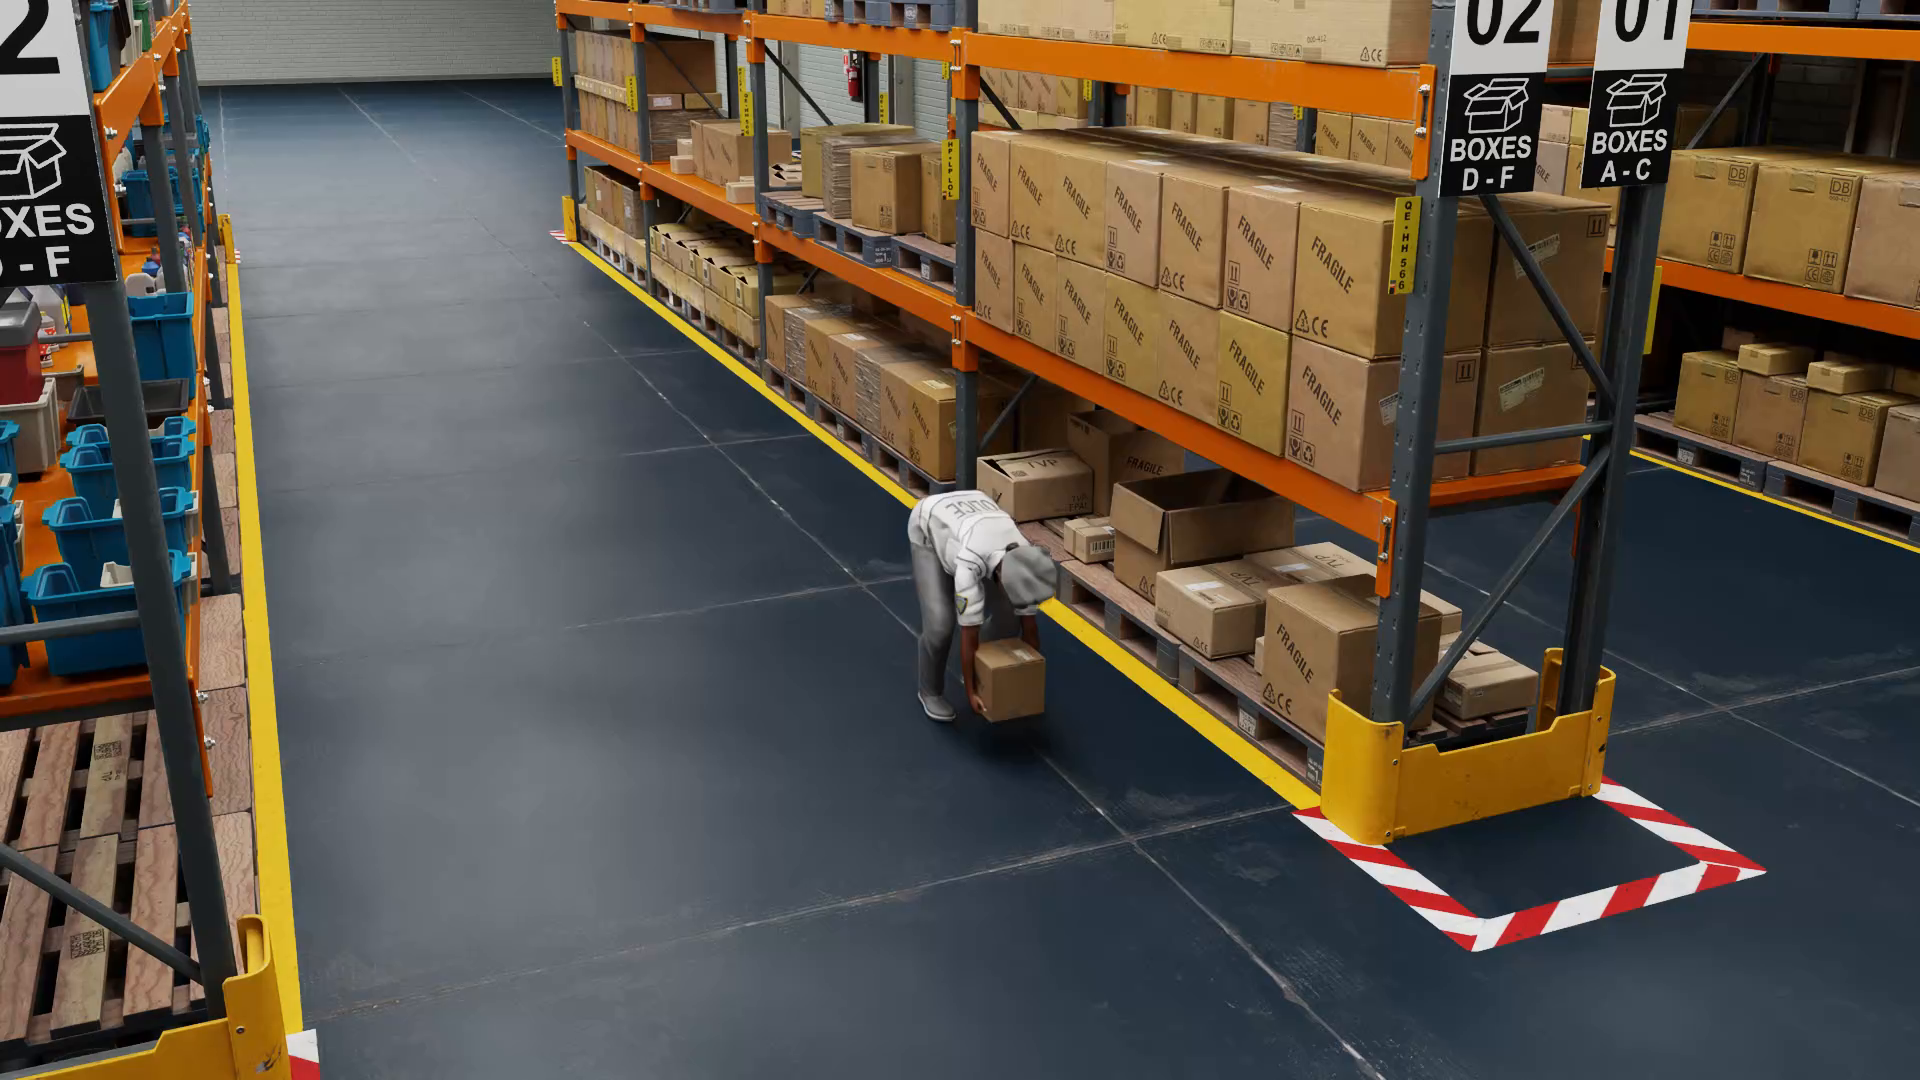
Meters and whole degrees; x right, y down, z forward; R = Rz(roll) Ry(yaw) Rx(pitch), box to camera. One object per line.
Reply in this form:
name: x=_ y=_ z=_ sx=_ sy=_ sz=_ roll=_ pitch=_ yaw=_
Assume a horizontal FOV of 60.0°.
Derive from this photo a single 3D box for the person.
person: x=0.099 y=0.334 z=7.118 sx=0.449 sy=1.000 sz=0.932 roll=-9 pitch=21 yaw=-24
